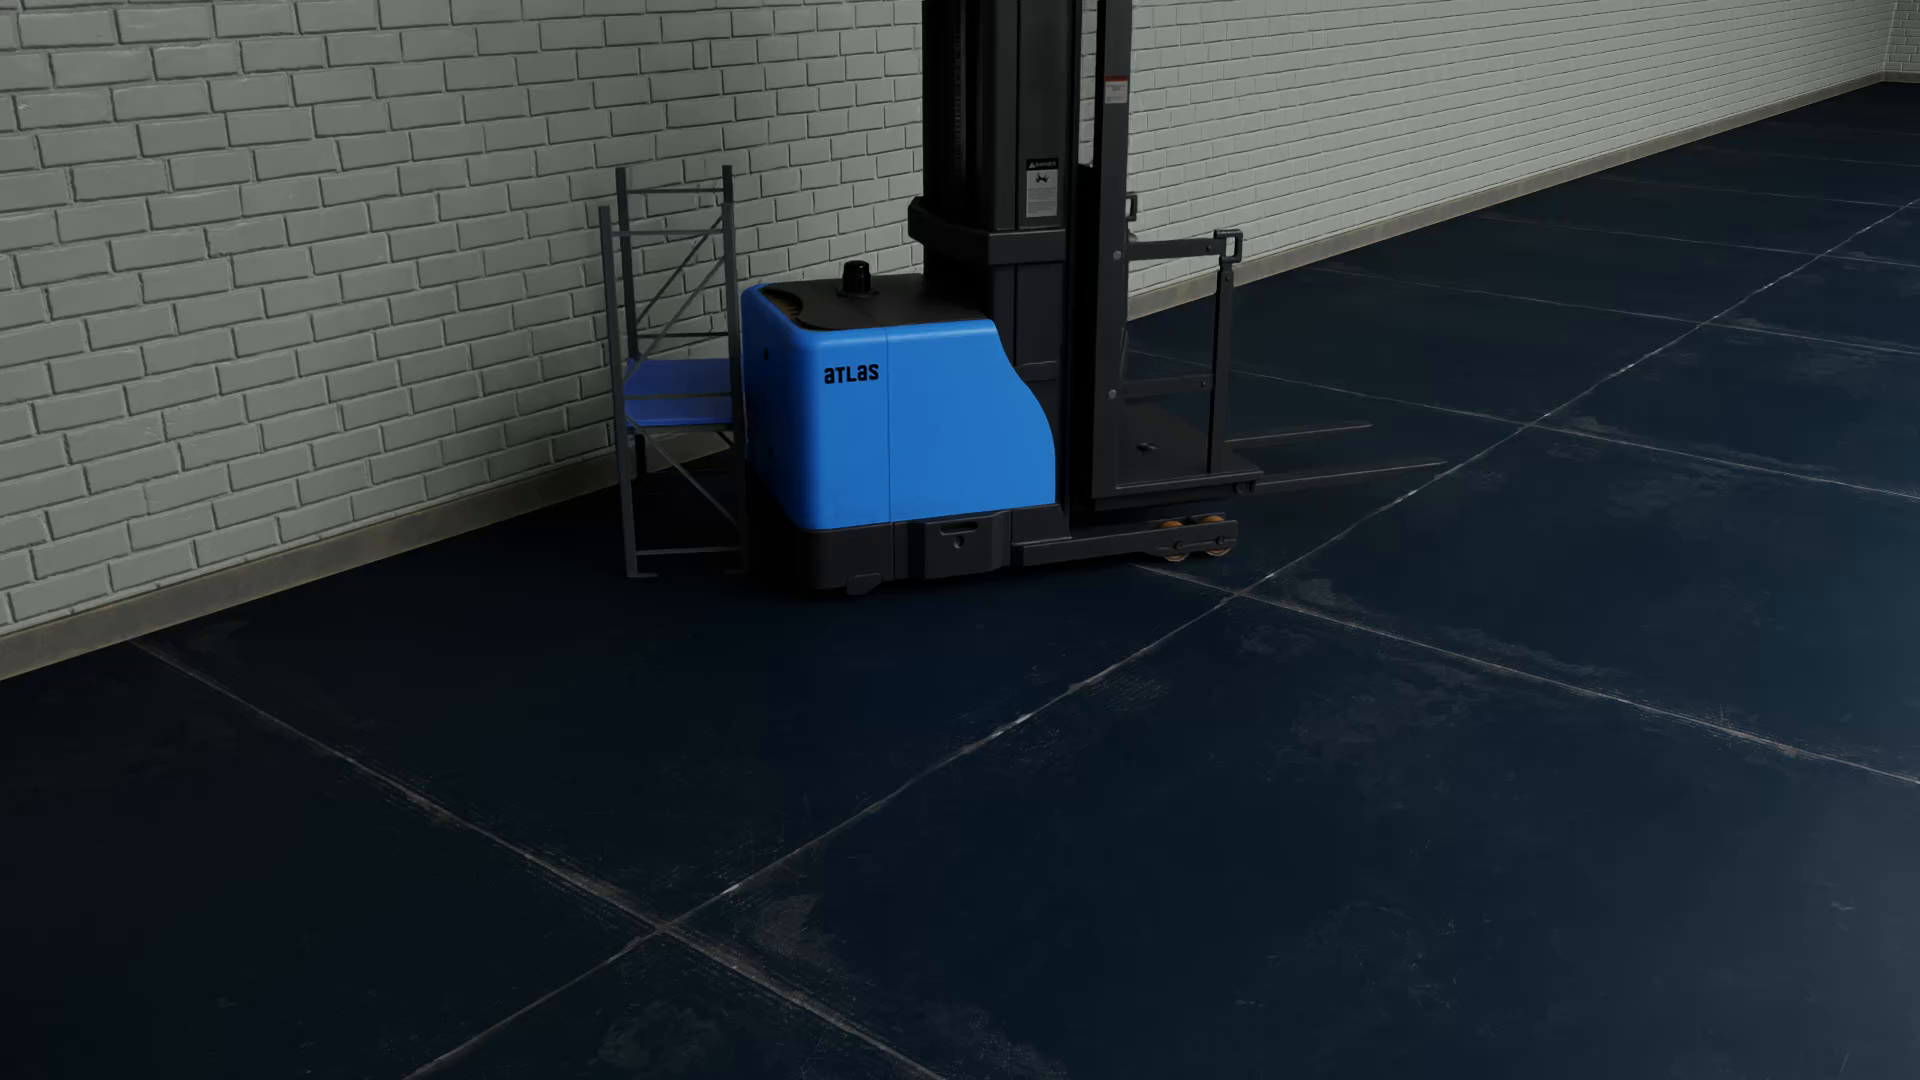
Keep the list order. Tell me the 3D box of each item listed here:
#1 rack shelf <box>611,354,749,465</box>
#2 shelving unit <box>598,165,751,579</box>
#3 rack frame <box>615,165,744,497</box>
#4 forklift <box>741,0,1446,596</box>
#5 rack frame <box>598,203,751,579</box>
[{"bbox_3d":[-1.174,-0.571,7.066,0.538,0.185,1.000,-3,21,-7],"label":"rack shelf"},{"bbox_3d":[-1.174,-0.739,7.002,0.538,1.500,1.048,-3,21,-7],"label":"shelving unit"},{"bbox_3d":[-1.240,-0.917,7.474,0.500,1.500,0.032,-3,21,-7],"label":"rack frame"},{"bbox_3d":[0.644,-1.450,6.858,3.031,2.935,1.130,-7,22,-18],"label":"forklift"},{"bbox_3d":[-1.108,-0.561,6.531,0.500,1.500,0.032,-3,21,-7],"label":"rack frame"}]
